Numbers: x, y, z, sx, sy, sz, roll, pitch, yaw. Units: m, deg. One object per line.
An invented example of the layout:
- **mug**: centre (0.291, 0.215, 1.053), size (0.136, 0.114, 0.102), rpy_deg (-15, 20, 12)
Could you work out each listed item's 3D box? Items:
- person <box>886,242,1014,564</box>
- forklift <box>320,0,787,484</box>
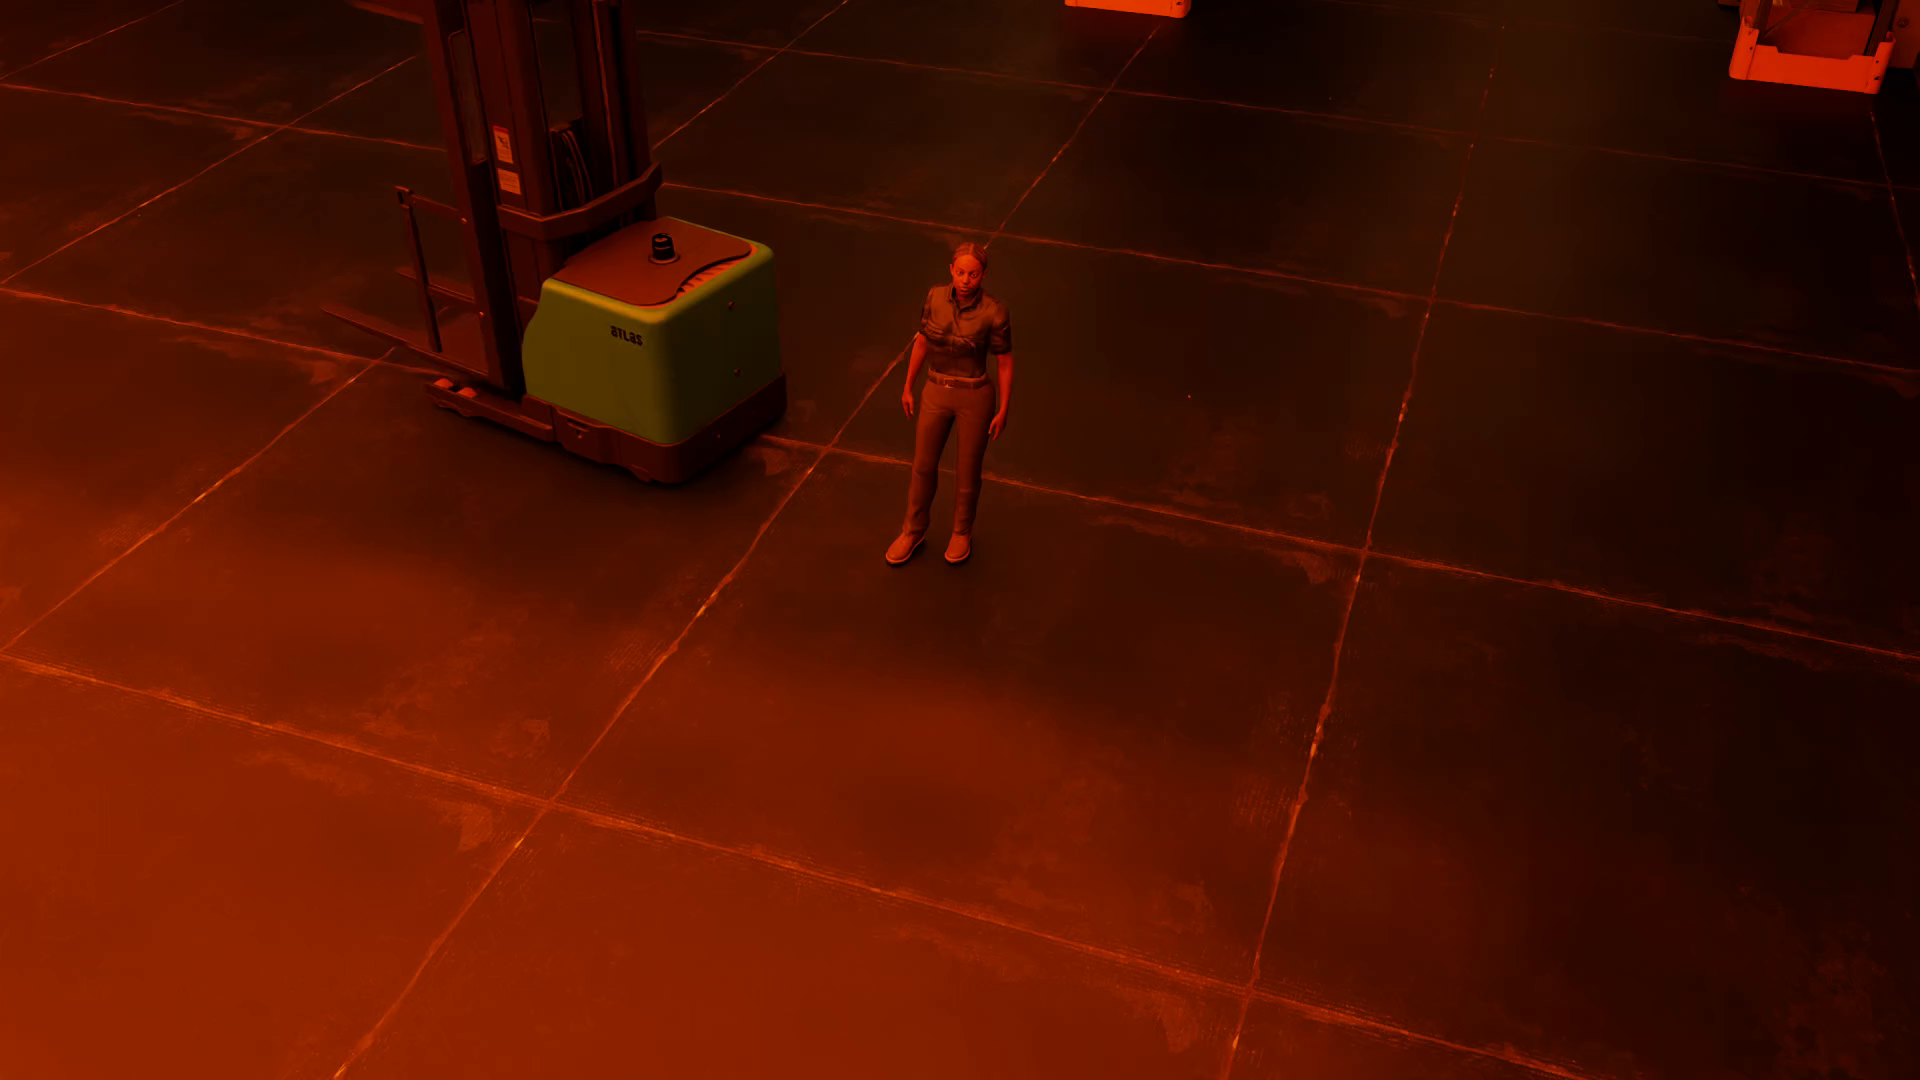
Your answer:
- **person**: centre (-0.048, -0.637, 8.100), size (0.569, 1.656, 0.503), rpy_deg (12, 37, 16)
- **forklift**: centre (-2.514, -2.145, 9.136), size (3.031, 2.935, 1.130), rpy_deg (20, 40, 26)
